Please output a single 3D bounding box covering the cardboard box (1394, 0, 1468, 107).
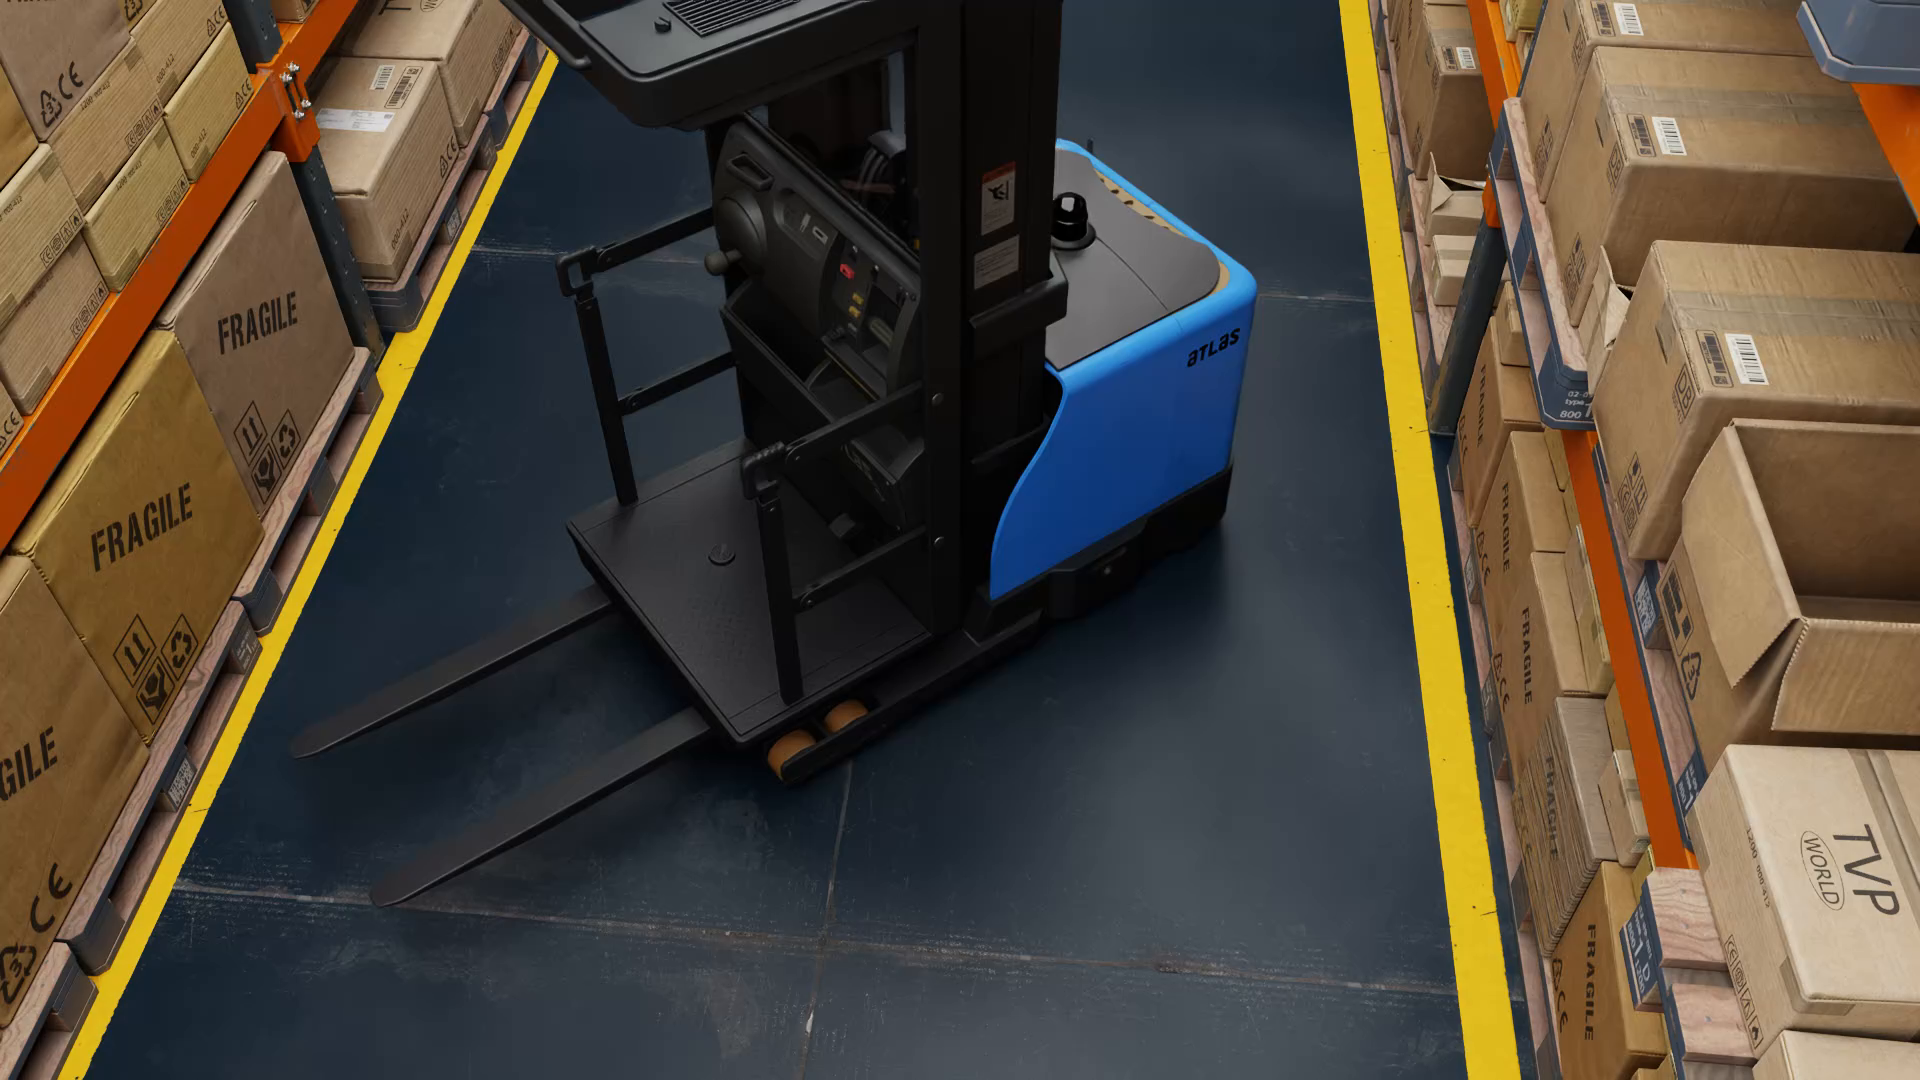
[{"bbox_3d":[2.175,-2.194,7.133,0.500,0.500,0.500,5,48,4],"label":"cardboard box"}]

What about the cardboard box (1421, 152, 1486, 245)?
[{"bbox_3d":[2.016,-1.317,6.490,0.396,0.266,0.258,5,48,5],"label":"cardboard box"}]

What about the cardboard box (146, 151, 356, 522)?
[{"bbox_3d":[-2.695,-0.702,5.514,0.875,0.875,0.875,5,48,5],"label":"cardboard box"}]

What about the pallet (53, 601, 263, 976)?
[{"bbox_3d":[-2.822,0.674,4.990,1.003,0.211,1.213,4,48,4],"label":"pallet"}]

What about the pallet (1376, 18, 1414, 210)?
[{"bbox_3d":[2.398,-1.869,7.317,1.003,0.211,1.213,4,48,4],"label":"pallet"}]

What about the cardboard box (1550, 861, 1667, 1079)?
[{"bbox_3d":[1.786,1.157,4.068,0.500,0.500,0.500,6,48,5],"label":"cardboard box"}]

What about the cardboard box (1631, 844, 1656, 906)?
[{"bbox_3d":[1.807,0.868,3.893,0.380,0.149,0.250,3,48,3],"label":"cardboard box"}]

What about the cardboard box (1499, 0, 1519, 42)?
[{"bbox_3d":[2.005,-1.766,5.503,0.380,0.149,0.250,5,48,5],"label":"cardboard box"}]

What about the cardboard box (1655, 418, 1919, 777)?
[{"bbox_3d":[1.825,0.144,3.231,0.797,0.503,0.637,3,48,3],"label":"cardboard box"}]

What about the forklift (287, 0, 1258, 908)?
[{"bbox_3d":[-0.567,-0.696,4.400,3.031,2.935,1.130,-28,54,-24],"label":"forklift"}]

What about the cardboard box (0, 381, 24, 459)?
[{"bbox_3d":[-2.663,-0.217,4.017,0.500,0.250,0.500,4,48,4],"label":"cardboard box"}]

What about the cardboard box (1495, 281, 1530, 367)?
[{"bbox_3d":[1.928,-0.678,5.307,0.380,0.149,0.250,6,48,5],"label":"cardboard box"}]

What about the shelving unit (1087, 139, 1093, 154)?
[{"bbox_3d":[0.314,-1.060,6.109,0.258,0.900,0.210,18,50,16],"label":"shelving unit"}]

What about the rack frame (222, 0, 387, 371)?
[{"bbox_3d":[-2.718,-1.738,5.307,1.000,3.000,0.127,4,48,4],"label":"rack frame"}]

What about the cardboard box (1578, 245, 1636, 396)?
[{"bbox_3d":[1.717,-0.508,3.988,0.396,0.266,0.258,6,48,5],"label":"cardboard box"}]

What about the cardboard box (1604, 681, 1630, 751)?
[{"bbox_3d":[1.876,0.486,4.243,0.380,0.149,0.250,4,48,4],"label":"cardboard box"}]

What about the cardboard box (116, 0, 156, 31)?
[{"bbox_3d":[-2.509,-1.764,4.585,0.500,0.500,0.500,5,48,5],"label":"cardboard box"}]

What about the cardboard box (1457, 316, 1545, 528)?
[{"bbox_3d":[1.957,-0.365,5.460,0.500,0.500,0.500,6,48,5],"label":"cardboard box"}]

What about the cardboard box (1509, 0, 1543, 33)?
[{"bbox_3d":[2.029,-1.847,5.307,0.500,0.250,0.500,5,48,5],"label":"cardboard box"}]

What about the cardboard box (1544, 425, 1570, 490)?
[{"bbox_3d":[1.968,-0.280,4.943,0.380,0.149,0.250,2,48,2],"label":"cardboard box"}]

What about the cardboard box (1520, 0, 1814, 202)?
[{"bbox_3d":[1.959,-1.242,4.501,0.700,0.500,0.500,5,48,5],"label":"cardboard box"}]

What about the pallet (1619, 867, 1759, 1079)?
[{"bbox_3d":[1.853,1.094,2.846,1.213,0.211,1.003,4,48,4],"label":"pallet"}]

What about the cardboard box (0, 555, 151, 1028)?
[{"bbox_3d":[-2.851,0.620,4.306,0.875,0.875,0.875,4,48,4],"label":"cardboard box"}]

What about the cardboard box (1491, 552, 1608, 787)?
[{"bbox_3d":[1.869,0.394,4.766,0.500,0.500,0.500,3,48,2],"label":"cardboard box"}]

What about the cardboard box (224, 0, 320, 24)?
[{"bbox_3d":[-2.414,-2.099,5.569,0.500,0.500,0.500,5,48,5],"label":"cardboard box"}]

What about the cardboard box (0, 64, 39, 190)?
[{"bbox_3d":[-2.614,-1.012,3.897,0.500,0.500,0.500,5,48,5],"label":"cardboard box"}]

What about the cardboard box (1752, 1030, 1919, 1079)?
[{"bbox_3d":[1.539,0.967,2.718,0.380,0.149,0.250,5,48,4],"label":"cardboard box"}]

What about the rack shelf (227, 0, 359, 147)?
[{"bbox_3d":[-2.536,-2.965,6.916,1.077,0.370,4.000,4,48,4],"label":"rack shelf"}]

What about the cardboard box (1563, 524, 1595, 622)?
[{"bbox_3d":[1.896,0.103,4.592,0.380,0.149,0.250,4,48,3],"label":"cardboard box"}]

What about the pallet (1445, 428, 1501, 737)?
[{"bbox_3d":[2.189,0.135,5.484,1.003,0.211,1.213,4,48,4],"label":"pallet"}]

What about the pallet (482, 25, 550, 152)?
[{"bbox_3d":[-2.462,-2.249,7.664,1.003,0.211,1.213,4,48,4],"label":"pallet"}]

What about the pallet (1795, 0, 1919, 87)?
[{"bbox_3d":[2.005,-1.119,2.835,1.213,0.211,1.003,4,48,4],"label":"pallet"}]

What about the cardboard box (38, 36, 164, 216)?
[{"bbox_3d":[-2.554,-1.148,4.530,0.500,0.250,0.500,5,48,4],"label":"cardboard box"}]

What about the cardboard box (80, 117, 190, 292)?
[{"bbox_3d":[-2.555,-0.967,4.703,0.500,0.250,0.500,3,48,3],"label":"cardboard box"}]

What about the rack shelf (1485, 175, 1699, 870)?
[{"bbox_3d":[2.043,0.306,3.925,1.077,0.370,4.000,4,48,4],"label":"rack shelf"}]

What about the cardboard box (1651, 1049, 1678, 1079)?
[{"bbox_3d":[1.716,1.242,3.551,0.380,0.149,0.250,2,48,2],"label":"cardboard box"}]

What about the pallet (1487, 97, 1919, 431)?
[{"bbox_3d":[2.044,-0.762,4.544,1.003,0.211,1.213,4,48,4],"label":"pallet"}]

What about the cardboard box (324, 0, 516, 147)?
[{"bbox_3d":[-2.473,-2.127,7.114,0.875,0.438,0.875,3,48,2],"label":"cardboard box"}]
